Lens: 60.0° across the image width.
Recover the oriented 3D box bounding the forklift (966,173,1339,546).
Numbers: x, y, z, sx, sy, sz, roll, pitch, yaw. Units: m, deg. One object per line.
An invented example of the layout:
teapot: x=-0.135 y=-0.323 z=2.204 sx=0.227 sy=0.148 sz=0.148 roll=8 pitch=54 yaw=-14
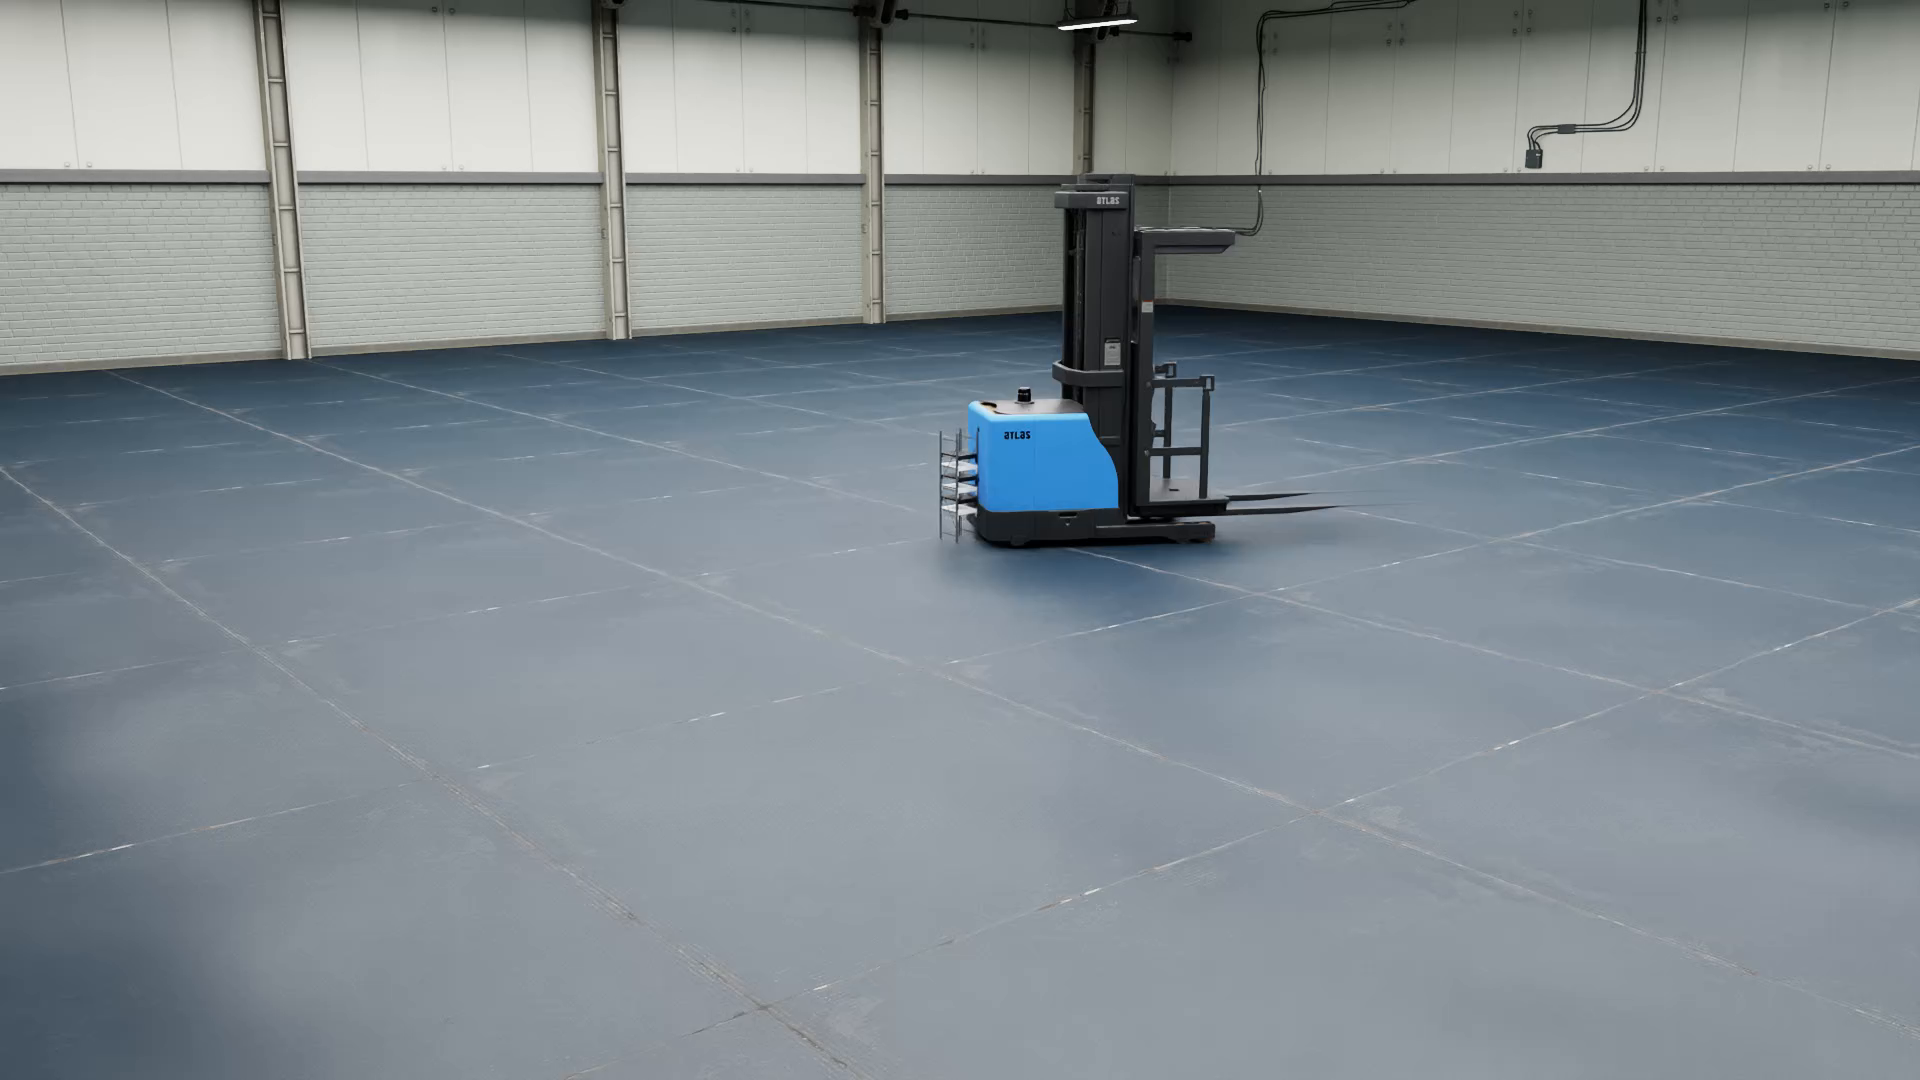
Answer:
forklift: x=1.623 y=-1.511 z=13.688 sx=3.031 sy=2.935 sz=1.130 roll=-2 pitch=12 yaw=-10

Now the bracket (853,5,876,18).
bracket: x=-1.934 y=-10.680 z=33.596 sx=0.430 sy=0.232 sz=0.235 roll=-9 pitch=15 yaw=-38

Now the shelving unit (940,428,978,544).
shelving unit: x=-0.010 y=-0.439 z=13.530 sx=0.210 sy=0.900 sz=0.258 roll=-9 pitch=15 yaw=-36

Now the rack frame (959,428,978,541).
rack frame: x=0.071 y=-0.452 z=13.590 sx=0.006 sy=0.900 sz=0.240 roll=-9 pitch=15 yaw=-36

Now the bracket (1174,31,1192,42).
bracket: x=5.250 y=-11.874 z=39.218 sx=0.430 sy=0.232 sz=0.235 roll=-9 pitch=15 yaw=-38

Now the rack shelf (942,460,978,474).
rack shelf: x=-0.010 y=-0.583 z=13.499 sx=0.200 sy=0.077 sz=0.258 roll=-9 pitch=15 yaw=-36

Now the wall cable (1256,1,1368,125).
wall cable: x=7.670 y=-10.490 z=36.683 sx=0.112 sy=2.526 sz=3.097 roll=-9 pitch=15 yaw=-38

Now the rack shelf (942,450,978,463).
rack shelf: x=-0.010 y=-0.671 z=13.480 sx=0.200 sy=0.077 sz=0.258 roll=-9 pitch=15 yaw=-36

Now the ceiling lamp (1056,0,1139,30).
ceiling lamp: x=2.803 y=-11.393 z=31.566 sx=0.800 sy=3.185 sz=2.000 roll=-9 pitch=15 yaw=-38

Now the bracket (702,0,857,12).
bracket: x=-3.946 y=-10.346 z=32.021 sx=4.783 sy=0.066 sz=0.076 roll=-9 pitch=15 yaw=-38

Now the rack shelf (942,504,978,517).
rack shelf: x=-0.011 y=-0.231 z=13.574 sx=0.200 sy=0.077 sz=0.258 roll=-9 pitch=15 yaw=-36

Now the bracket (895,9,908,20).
bracket: x=-1.286 y=-10.788 z=34.103 sx=0.430 sy=0.232 sz=0.235 roll=-9 pitch=15 yaw=-38

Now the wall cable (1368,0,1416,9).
wall cable: x=9.603 y=-12.213 z=33.847 sx=0.112 sy=2.526 sz=3.097 roll=-9 pitch=15 yaw=-38

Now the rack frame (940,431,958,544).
rack frame: x=-0.092 y=-0.427 z=13.470 sx=0.006 sy=0.900 sz=0.240 roll=-9 pitch=15 yaw=-36

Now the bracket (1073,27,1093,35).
bracket: x=2.751 y=-11.459 z=37.262 sx=0.430 sy=0.232 sz=0.235 roll=-9 pitch=15 yaw=-38

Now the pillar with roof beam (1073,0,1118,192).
pillar with roof beam: x=5.543 y=-9.111 z=34.873 sx=0.548 sy=9.000 sz=9.100 roll=-9 pitch=15 yaw=-38

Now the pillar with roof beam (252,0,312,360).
pillar with roof beam: x=-8.513 y=-6.776 z=23.873 sx=0.400 sy=9.000 sz=9.100 roll=-9 pitch=15 yaw=-38

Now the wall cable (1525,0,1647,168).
wall cable: x=11.898 y=-10.099 z=31.337 sx=0.169 sy=6.003 sz=2.305 roll=-9 pitch=15 yaw=-38

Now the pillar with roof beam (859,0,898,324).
pillar with roof beam: x=0.857 y=-8.333 z=31.206 sx=0.548 sy=9.000 sz=9.100 roll=-9 pitch=15 yaw=-38

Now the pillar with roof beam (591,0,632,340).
pillar with roof beam: x=-3.828 y=-7.554 z=27.540 sx=0.548 sy=9.000 sz=9.100 roll=-9 pitch=15 yaw=-38

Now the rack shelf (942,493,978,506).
rack shelf: x=-0.011 y=-0.319 z=13.556 sx=0.200 sy=0.077 sz=0.258 roll=-9 pitch=15 yaw=-36

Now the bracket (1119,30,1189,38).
bracket: x=4.789 y=-11.797 z=38.857 sx=3.189 sy=0.066 sz=0.076 roll=-9 pitch=15 yaw=-38

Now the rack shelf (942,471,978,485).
rack shelf: x=-0.010 y=-0.495 z=13.518 sx=0.200 sy=0.077 sz=0.258 roll=-9 pitch=15 yaw=-36

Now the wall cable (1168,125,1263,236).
wall cable: x=5.980 y=-8.458 z=39.274 sx=0.112 sy=2.526 sz=3.097 roll=-9 pitch=15 yaw=-38

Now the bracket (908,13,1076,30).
bracket: x=0.739 y=-11.125 z=35.688 sx=4.783 sy=0.066 sz=0.076 roll=-9 pitch=15 yaw=-38

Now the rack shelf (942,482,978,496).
rack shelf: x=-0.010 y=-0.407 z=13.537 sx=0.200 sy=0.077 sz=0.258 roll=-9 pitch=15 yaw=-36

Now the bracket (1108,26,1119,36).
bracket: x=3.399 y=-11.567 z=37.770 sx=0.430 sy=0.232 sz=0.235 roll=-9 pitch=15 yaw=-38
